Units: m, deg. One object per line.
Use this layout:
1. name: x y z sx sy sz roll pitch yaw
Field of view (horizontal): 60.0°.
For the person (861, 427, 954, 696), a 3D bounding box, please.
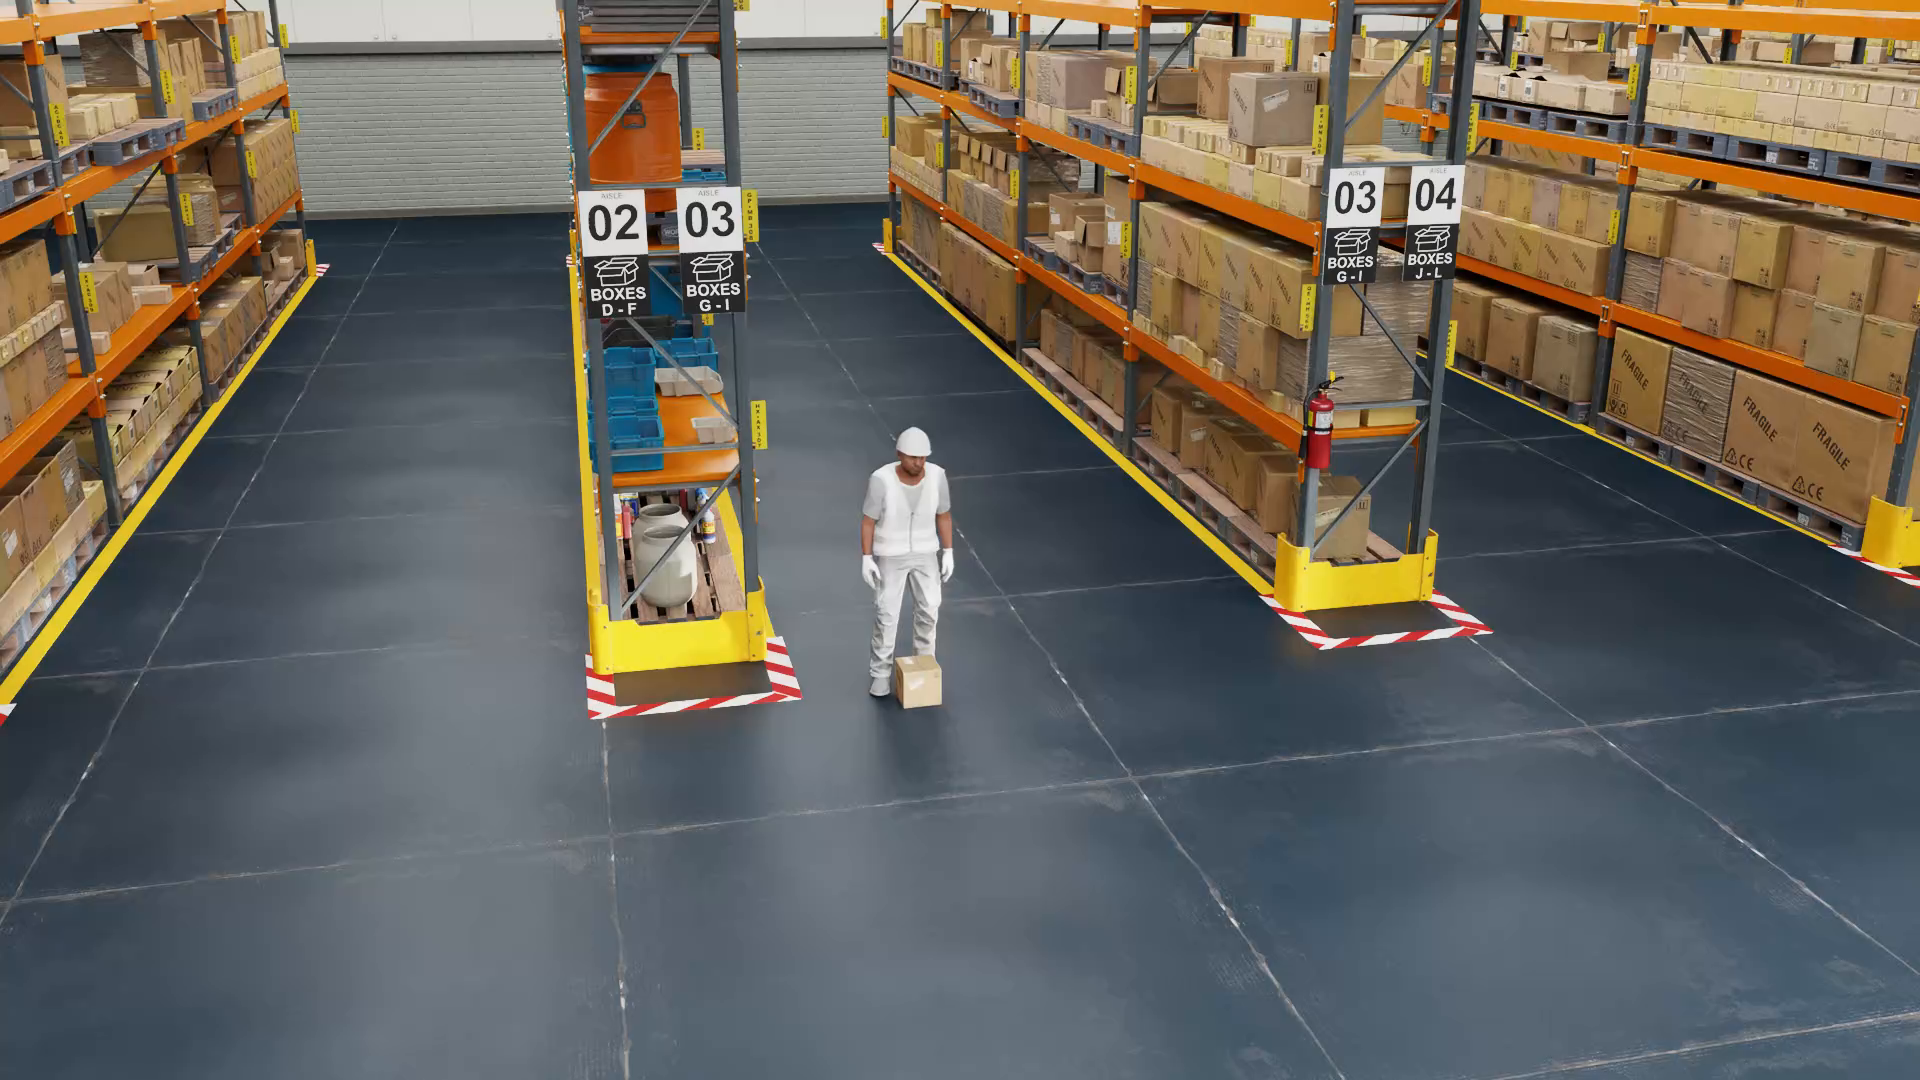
1. person: -0.334 0.122 10.709 0.617 1.772 0.452 -5 20 -15
